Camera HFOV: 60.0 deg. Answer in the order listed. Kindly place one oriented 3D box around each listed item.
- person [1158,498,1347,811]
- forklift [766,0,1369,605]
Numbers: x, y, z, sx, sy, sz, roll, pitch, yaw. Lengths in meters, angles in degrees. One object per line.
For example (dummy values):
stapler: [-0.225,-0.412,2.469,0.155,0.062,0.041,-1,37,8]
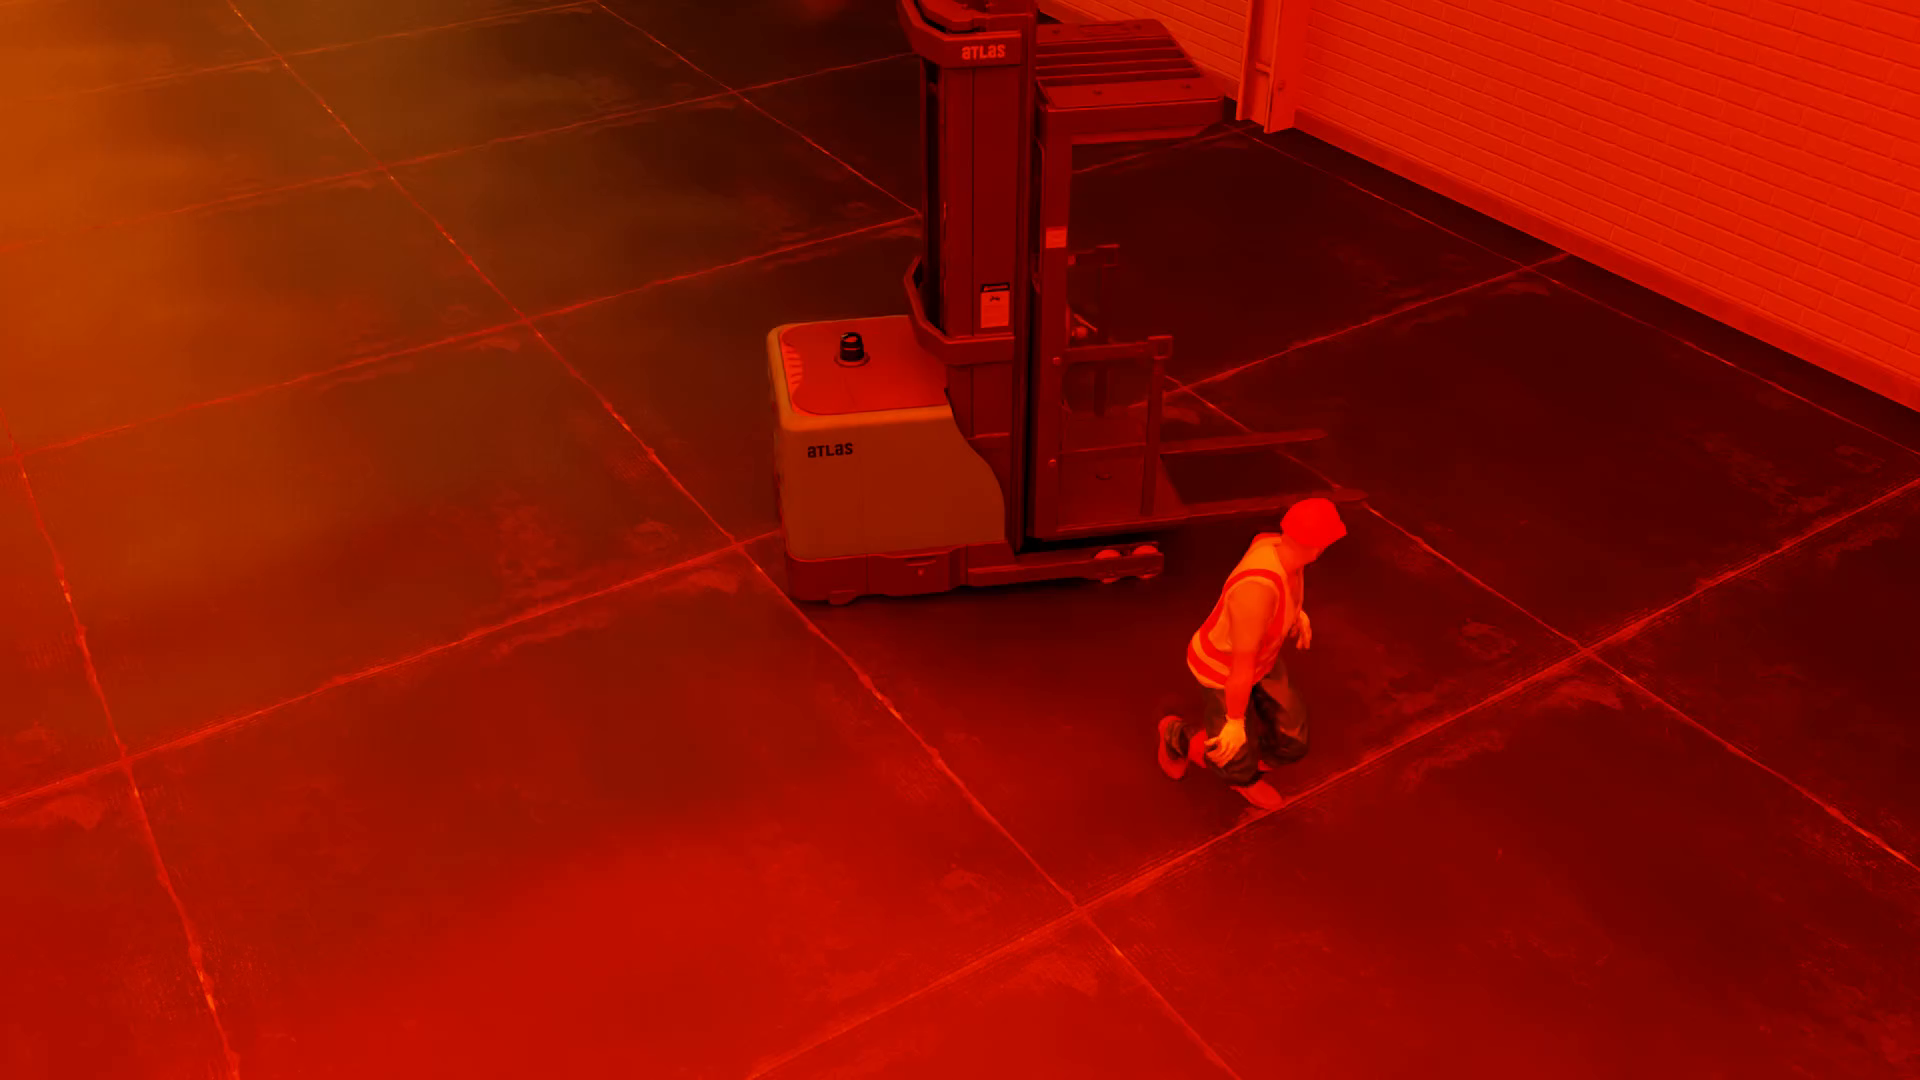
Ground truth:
person: [1.131,0.464,6.694,0.657,1.567,0.852,28,43,33]
forklift: [0.577,-1.279,7.968,3.031,2.935,1.130,-6,36,-8]
